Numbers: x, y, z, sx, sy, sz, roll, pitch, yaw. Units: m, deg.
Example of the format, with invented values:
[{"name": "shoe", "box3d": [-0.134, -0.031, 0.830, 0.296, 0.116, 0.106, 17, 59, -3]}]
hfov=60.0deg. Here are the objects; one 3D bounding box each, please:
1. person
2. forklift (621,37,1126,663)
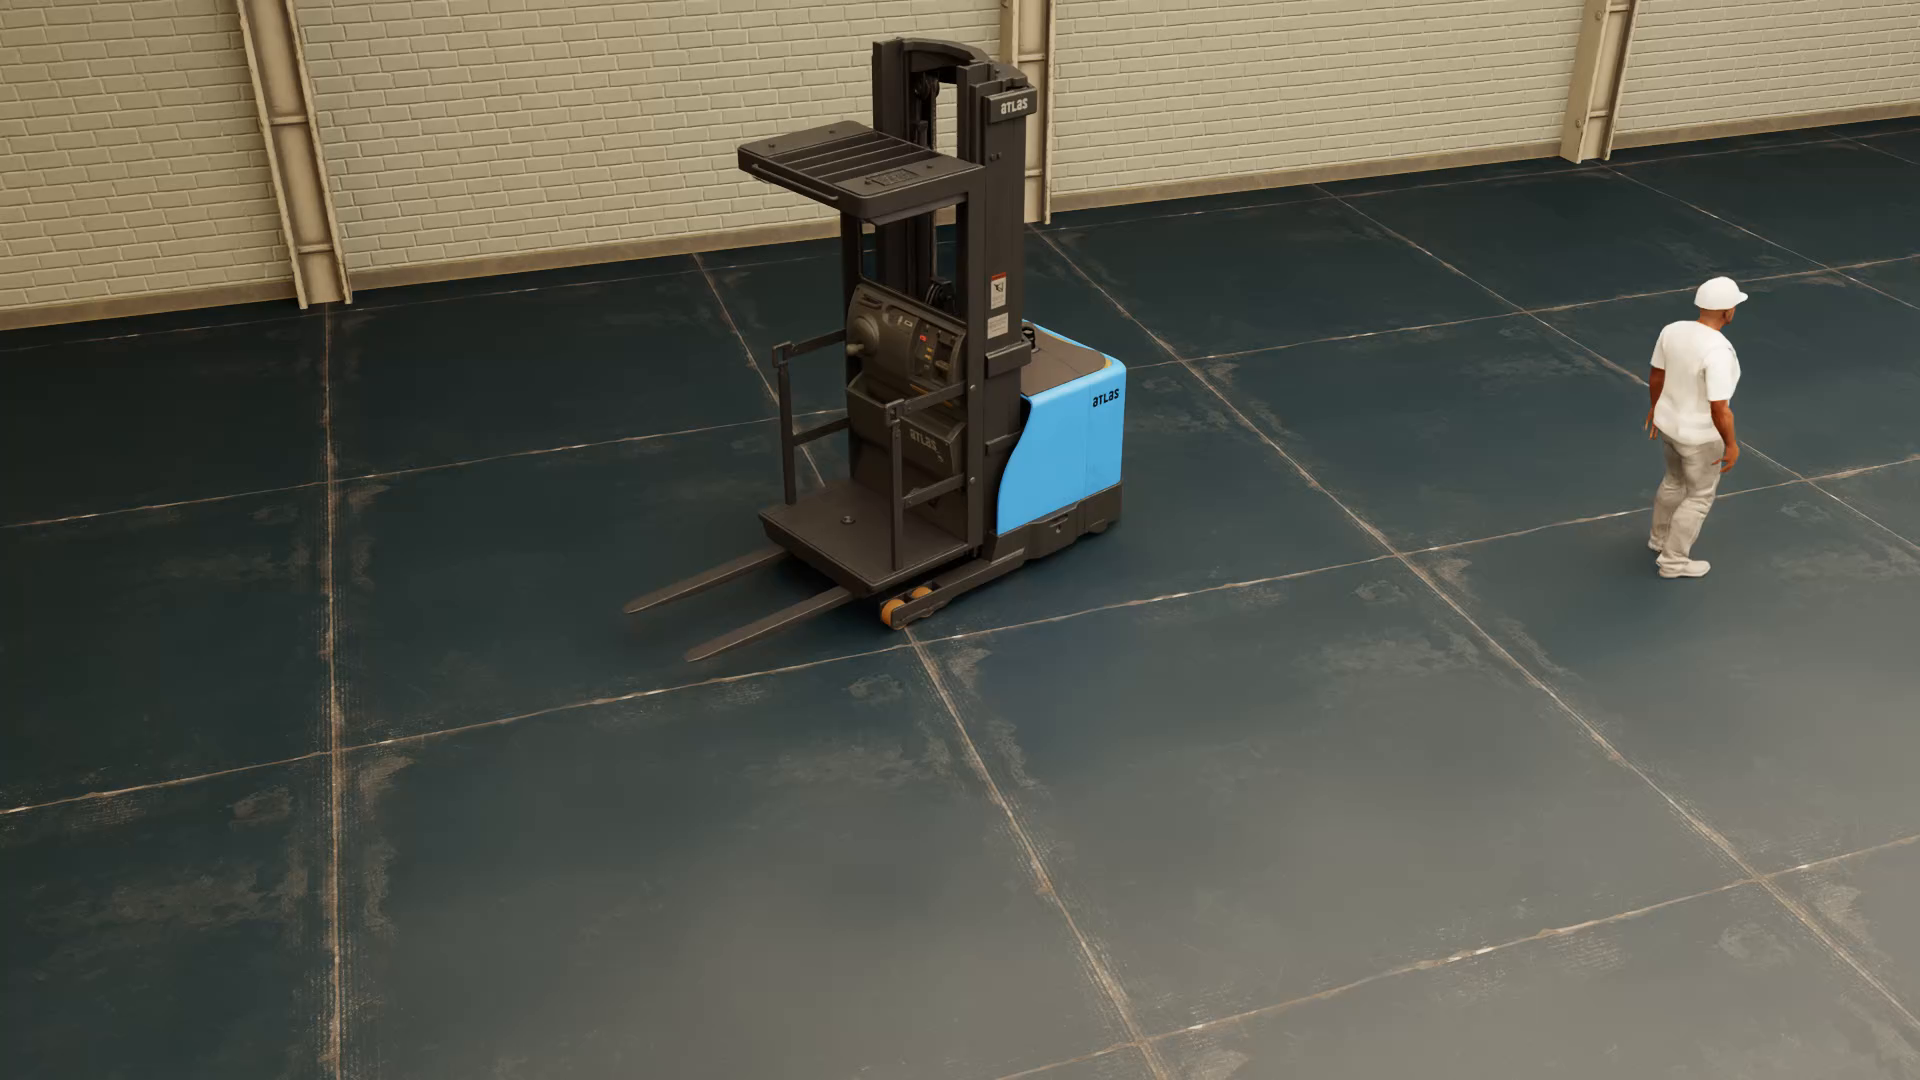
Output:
[{"name": "person", "box3d": [4.182, -0.629, 9.386, 0.513, 1.787, 0.658, -6, 31, -11]}, {"name": "forklift", "box3d": [-0.461, -1.072, 8.951, 3.031, 2.935, 1.130, -23, 37, -34]}]
